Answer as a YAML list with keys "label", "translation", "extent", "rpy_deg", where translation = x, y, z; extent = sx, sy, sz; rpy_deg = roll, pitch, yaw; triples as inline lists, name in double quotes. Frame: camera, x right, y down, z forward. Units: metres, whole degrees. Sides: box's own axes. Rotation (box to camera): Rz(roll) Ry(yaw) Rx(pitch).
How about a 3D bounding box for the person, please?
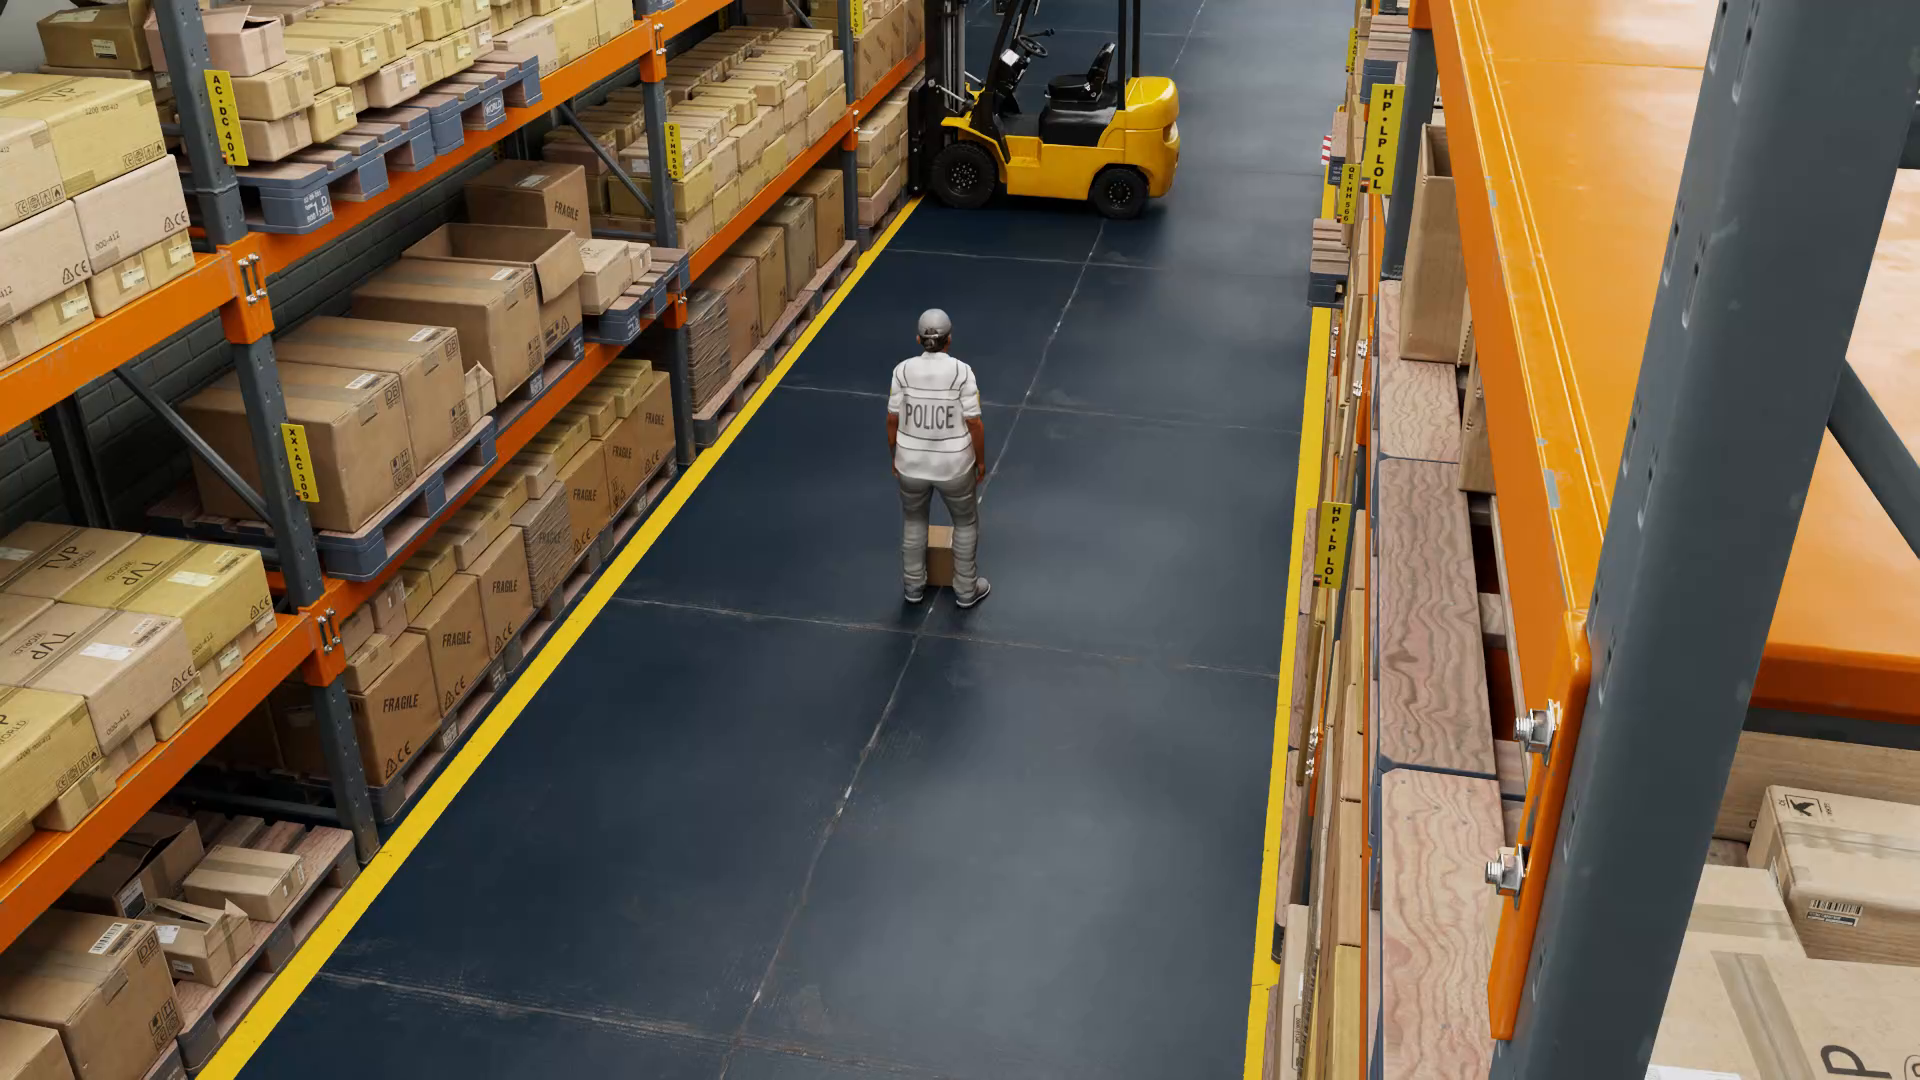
- label: "person"
  translation: [-0.114, -0.420, 8.877]
  extent: [0.539, 1.665, 0.466]
  rpy_deg: [5, 29, 9]
